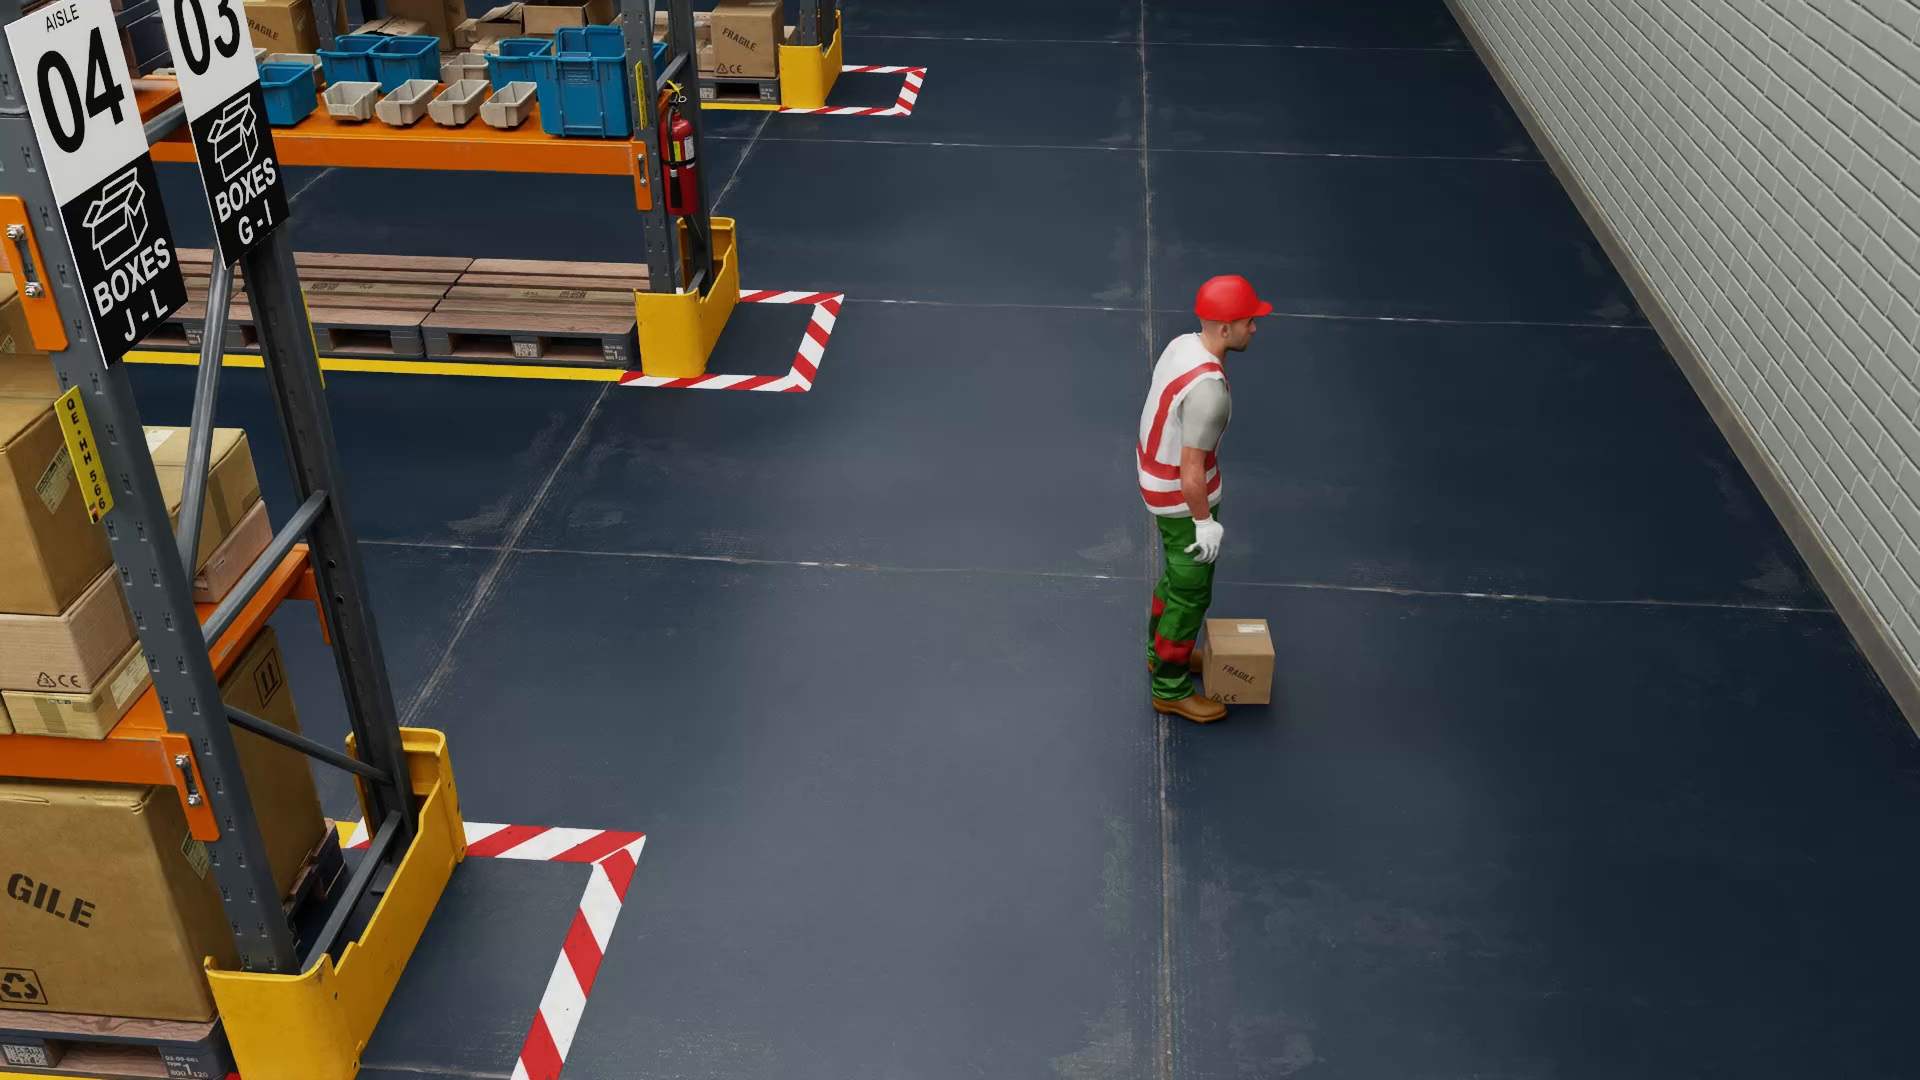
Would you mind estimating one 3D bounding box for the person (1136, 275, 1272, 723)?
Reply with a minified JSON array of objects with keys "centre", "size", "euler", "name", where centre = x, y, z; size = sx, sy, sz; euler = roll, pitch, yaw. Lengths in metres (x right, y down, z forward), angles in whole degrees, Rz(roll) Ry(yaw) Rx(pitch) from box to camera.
[{"centre":[0.905,-0.173,6.402],"size":[0.453,1.778,0.616],"euler":[1,32,1],"name":"person"}]
